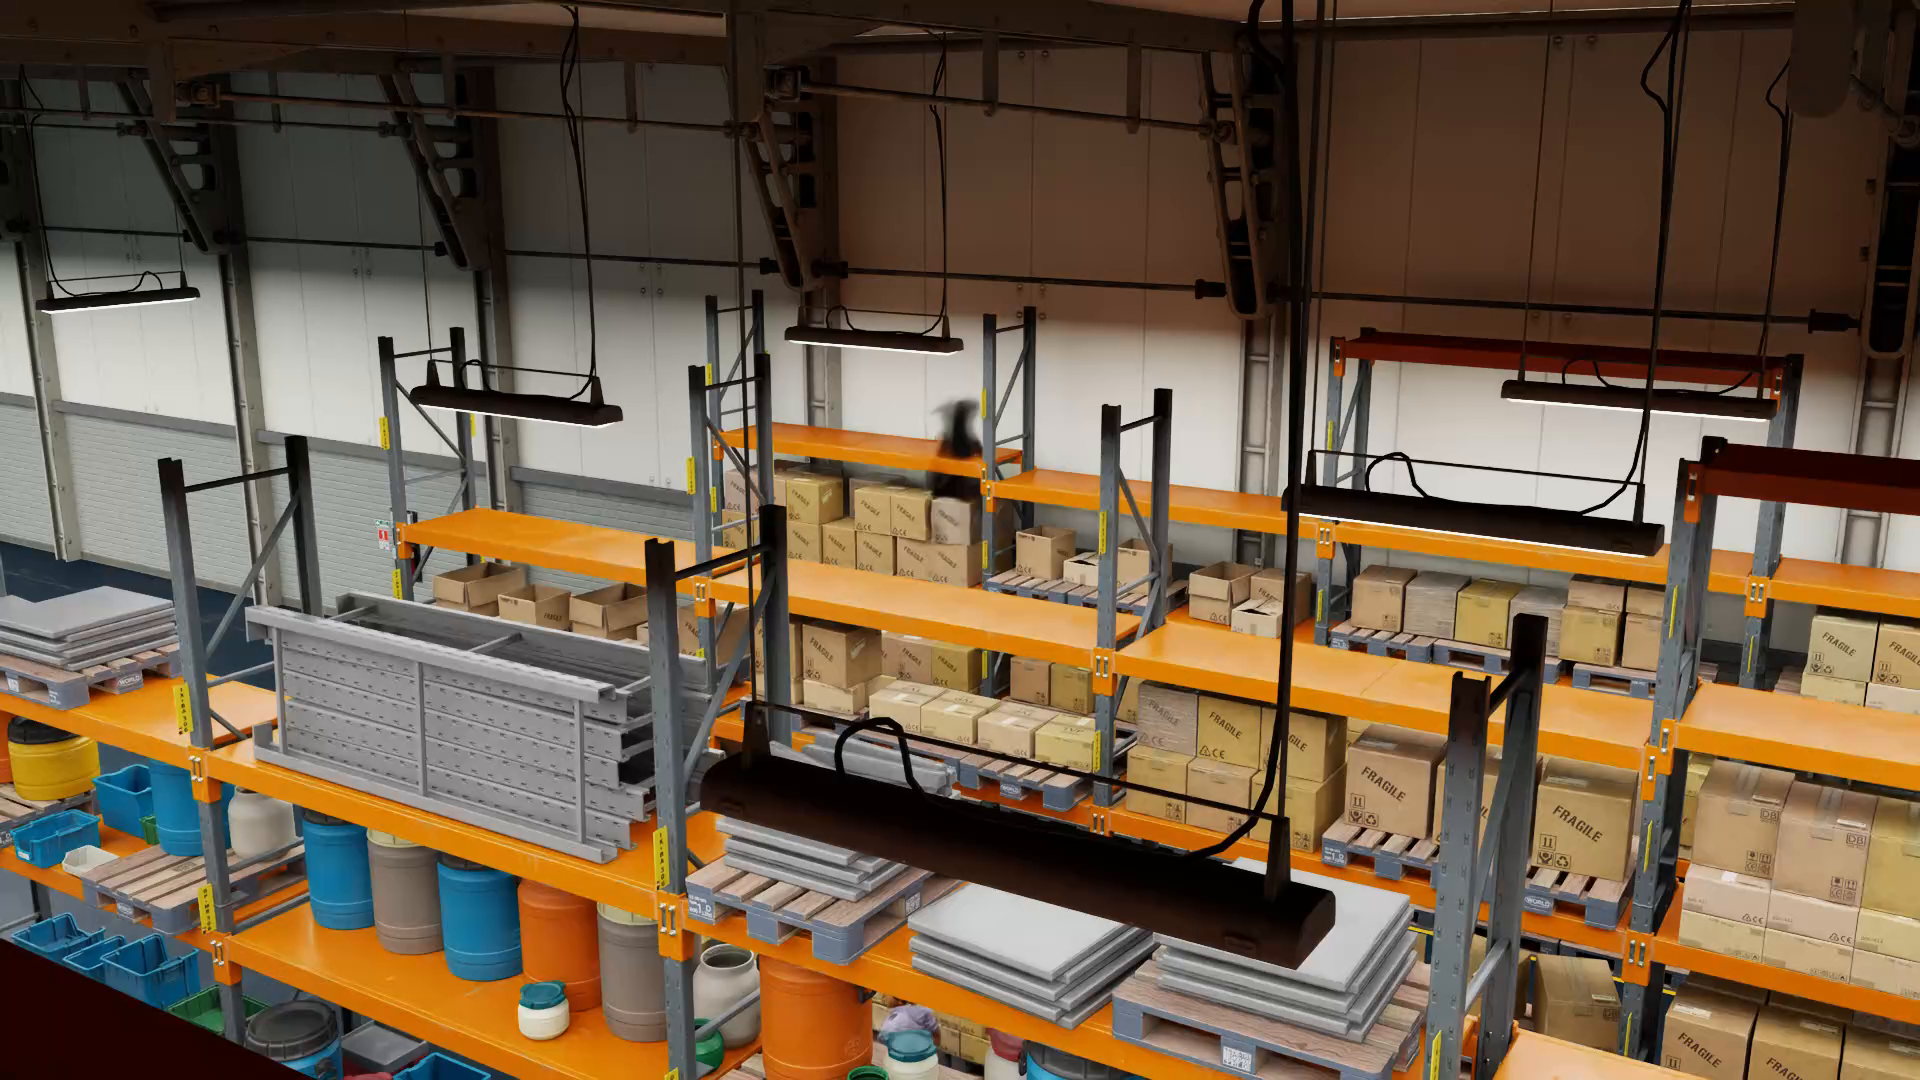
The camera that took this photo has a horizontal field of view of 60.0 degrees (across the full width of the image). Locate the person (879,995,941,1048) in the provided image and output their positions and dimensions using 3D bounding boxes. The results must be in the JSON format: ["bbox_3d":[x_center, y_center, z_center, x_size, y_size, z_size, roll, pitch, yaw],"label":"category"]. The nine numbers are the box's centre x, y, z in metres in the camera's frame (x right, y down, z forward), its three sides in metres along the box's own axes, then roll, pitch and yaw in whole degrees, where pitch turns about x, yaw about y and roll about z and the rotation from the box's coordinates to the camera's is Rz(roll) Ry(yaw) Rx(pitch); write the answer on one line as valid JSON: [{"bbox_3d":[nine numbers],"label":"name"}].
[{"bbox_3d":[-0.385,4.154,13.082,0.570,1.622,0.741,12,18,40],"label":"person"}]
